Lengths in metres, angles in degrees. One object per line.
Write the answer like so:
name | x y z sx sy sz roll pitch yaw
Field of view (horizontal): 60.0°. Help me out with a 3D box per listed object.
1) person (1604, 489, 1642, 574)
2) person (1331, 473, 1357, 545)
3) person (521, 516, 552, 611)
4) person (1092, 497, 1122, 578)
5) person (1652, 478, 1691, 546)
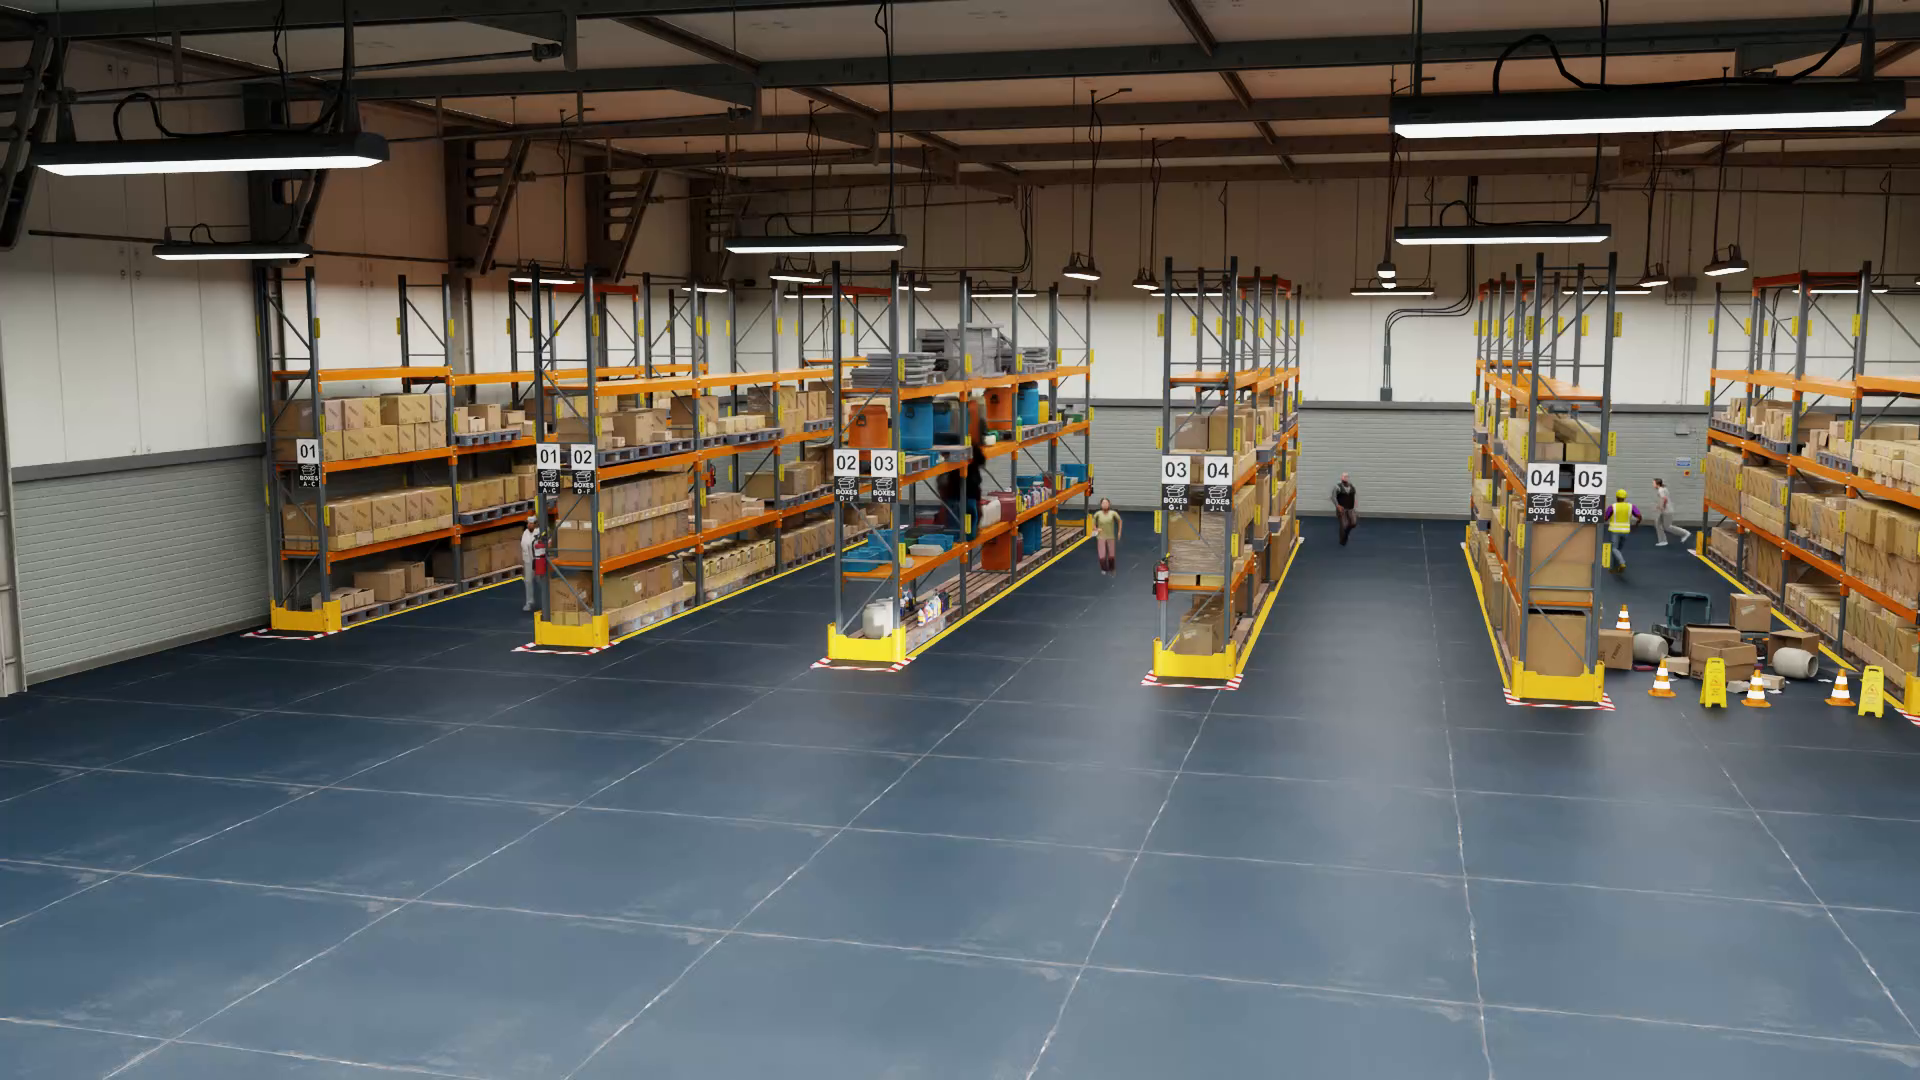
person | 13.347 -0.159 33.670 0.707 1.745 0.977 0 7 -3
person | 8.946 -0.708 38.497 0.688 1.685 0.510 -2 7 -13
person | -7.574 0.394 29.729 0.599 1.663 0.837 1 7 11
person | 2.823 -0.025 31.979 0.589 1.589 0.545 1 7 5
person | 16.399 -0.617 38.356 0.861 1.610 0.554 4 8 28
